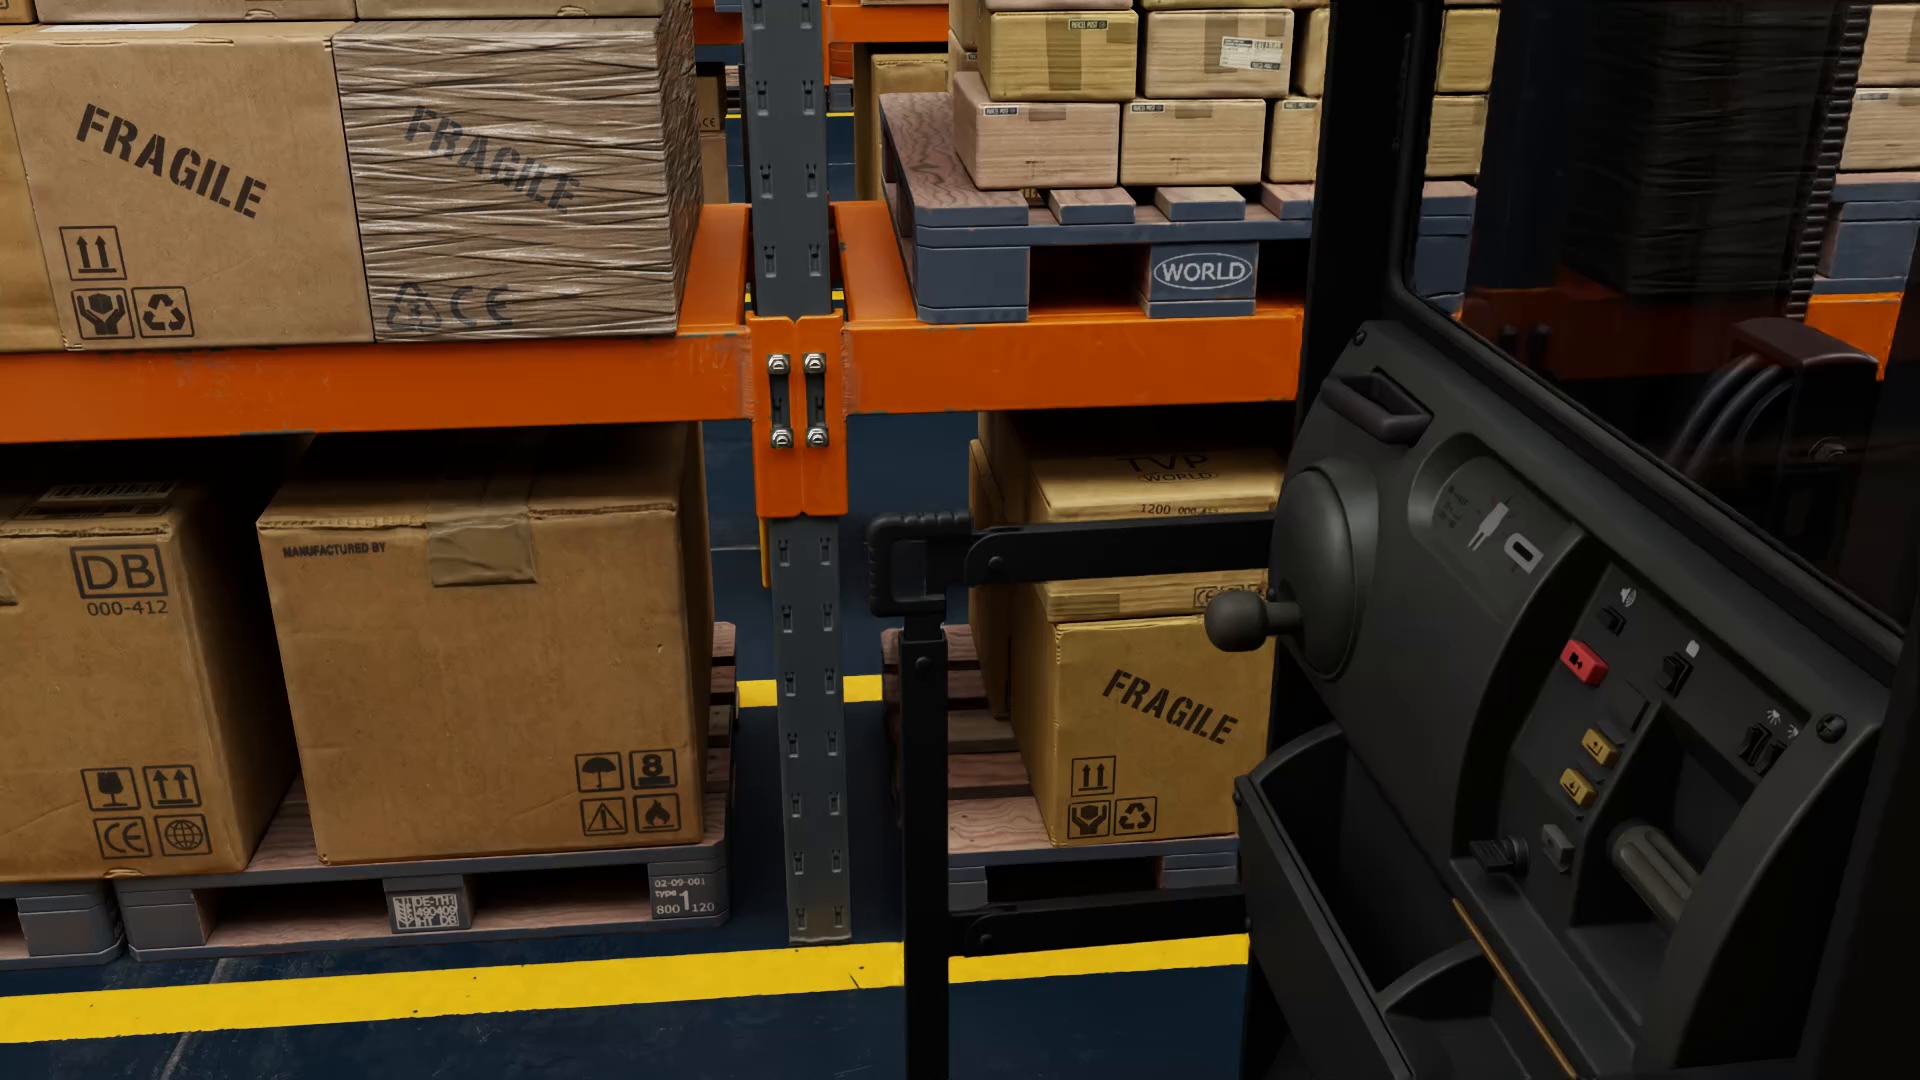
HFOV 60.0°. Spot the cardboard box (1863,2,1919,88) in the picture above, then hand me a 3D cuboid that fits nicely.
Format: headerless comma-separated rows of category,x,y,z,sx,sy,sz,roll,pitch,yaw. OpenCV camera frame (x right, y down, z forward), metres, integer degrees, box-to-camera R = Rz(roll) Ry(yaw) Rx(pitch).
cardboard box,1.717,-0.962,3.147,0.250,0.149,0.380,-1,24,-3

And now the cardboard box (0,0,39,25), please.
cardboard box,-1.794,-1.193,2.887,0.500,0.500,0.700,-3,24,-6

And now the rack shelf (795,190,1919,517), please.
rack shelf,1.657,-0.497,3.562,4.000,0.370,1.077,-2,24,-5

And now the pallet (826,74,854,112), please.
pallet,-0.426,-3.531,12.935,1.213,0.211,1.003,-2,24,-5

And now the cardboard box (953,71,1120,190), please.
cardboard box,0.132,-0.760,3.058,0.250,0.149,0.380,-3,24,-6

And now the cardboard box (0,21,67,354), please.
cardboard box,-1.749,-0.626,2.843,0.500,0.500,0.500,-3,24,-6

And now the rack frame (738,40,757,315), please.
rack frame,-0.591,-0.662,4.892,0.032,1.500,0.500,-2,24,-5

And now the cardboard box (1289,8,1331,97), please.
cardboard box,0.703,-0.921,3.055,0.250,0.149,0.380,-3,24,-7

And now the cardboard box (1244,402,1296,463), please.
cardboard box,0.882,-0.089,3.393,0.500,0.250,0.500,-3,24,-6

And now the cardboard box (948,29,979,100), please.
cardboard box,0.113,-1.029,3.664,0.250,0.149,0.380,-2,24,-4

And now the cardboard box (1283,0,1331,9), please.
cardboard box,0.658,-1.055,2.991,0.250,0.149,0.380,-2,24,-5

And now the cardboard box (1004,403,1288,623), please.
cardboard box,0.377,-0.068,3.348,0.500,0.250,0.500,-3,24,-8

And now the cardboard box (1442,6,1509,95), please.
cardboard box,0.954,-0.931,3.078,0.250,0.149,0.380,-2,24,-5

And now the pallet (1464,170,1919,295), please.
pallet,1.633,-0.754,3.490,1.213,0.211,1.003,-2,24,-5

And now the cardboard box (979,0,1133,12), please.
cardboard box,0.150,-1.036,2.947,0.250,0.149,0.380,-2,24,-5

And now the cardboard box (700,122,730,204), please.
cardboard box,-1.385,-1.779,8.096,0.500,0.500,0.700,-4,24,-8

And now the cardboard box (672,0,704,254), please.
cardboard box,-0.806,-0.883,3.421,0.500,0.500,0.500,-2,24,-5

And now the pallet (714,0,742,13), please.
pallet,-1.419,-2.596,7.634,1.003,0.211,1.213,-2,24,-5

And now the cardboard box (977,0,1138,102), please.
cardboard box,0.168,-0.897,3.002,0.250,0.149,0.380,-1,24,-3

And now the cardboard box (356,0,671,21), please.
cardboard box,-0.781,-1.235,2.981,0.500,0.500,0.700,-2,24,-5

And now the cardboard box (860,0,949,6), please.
cardboard box,-0.210,-2.710,7.531,0.500,0.500,0.500,-2,24,-4

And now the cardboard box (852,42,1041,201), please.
cardboard box,-0.031,-1.995,8.145,0.875,0.875,1.225,-3,24,-8

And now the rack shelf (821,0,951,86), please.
rack shelf,1.270,-2.506,8.081,4.000,0.370,1.077,-2,24,-5

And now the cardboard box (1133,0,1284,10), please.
cardboard box,0.413,-1.047,2.973,0.250,0.149,0.380,-3,24,-7

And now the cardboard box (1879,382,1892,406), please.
cardboard box,1.894,-0.124,3.474,0.500,0.250,0.500,-3,24,-7

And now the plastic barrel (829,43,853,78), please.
plastic barrel,-0.722,-3.984,12.675,0.708,0.830,0.600,-2,24,-5

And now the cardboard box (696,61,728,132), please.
cardboard box,-1.384,-2.118,7.934,0.500,0.250,0.500,-1,24,-3

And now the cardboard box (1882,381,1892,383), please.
cardboard box,1.849,-0.335,3.947,0.500,0.250,0.500,-1,24,-3

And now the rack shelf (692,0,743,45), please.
rack shelf,-2.710,-2.347,7.722,4.000,0.370,1.077,-2,24,-5

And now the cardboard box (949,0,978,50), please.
cardboard box,0.114,-1.163,3.600,0.250,0.149,0.380,-2,24,-4

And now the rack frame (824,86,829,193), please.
rack frame,-0.720,-2.755,7.756,0.127,3.000,1.000,-2,24,-5

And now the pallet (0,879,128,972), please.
pallet,-2.336,0.576,3.693,1.213,0.211,1.003,-2,24,-5

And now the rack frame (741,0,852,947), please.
rack frame,-0.333,-0.746,3.236,0.127,3.000,1.000,-2,24,-5

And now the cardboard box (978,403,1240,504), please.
cardboard box,0.322,-0.272,3.806,0.500,0.250,0.500,-3,24,-6

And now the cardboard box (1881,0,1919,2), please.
cardboard box,1.702,-1.097,3.085,0.250,0.149,0.380,-3,24,-6

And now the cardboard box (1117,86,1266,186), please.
cardboard box,0.399,-0.770,3.082,0.250,0.149,0.380,-1,24,-3

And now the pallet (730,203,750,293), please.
pallet,-1.498,-1.450,8.253,1.213,0.211,1.003,-2,24,-5

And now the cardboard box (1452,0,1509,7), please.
cardboard box,0.921,-1.066,3.014,0.250,0.149,0.380,-3,24,-7

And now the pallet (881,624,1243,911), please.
pallet,0.445,0.497,3.871,1.213,0.211,1.003,-2,24,-5

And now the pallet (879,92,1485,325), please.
pallet,0.366,-0.730,3.436,1.003,0.211,1.213,-2,24,-5

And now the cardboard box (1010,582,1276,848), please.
cardboard box,0.396,0.279,3.490,0.500,0.500,0.500,-3,24,-7

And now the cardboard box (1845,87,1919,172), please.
cardboard box,1.710,-0.823,3.201,0.250,0.149,0.380,-3,24,-7

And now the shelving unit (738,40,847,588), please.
shelving unit,-0.076,-0.682,4.939,1.083,1.500,0.587,-2,24,-5

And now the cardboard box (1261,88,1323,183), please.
cardboard box,0.668,-0.781,3.107,0.250,0.149,0.380,-1,24,-2

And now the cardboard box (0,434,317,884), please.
cardboard box,-1.818,0.114,3.553,0.750,0.750,1.050,-2,24,-4

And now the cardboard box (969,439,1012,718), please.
cardboard box,0.296,0.072,3.955,0.500,0.500,0.500,-2,24,-5

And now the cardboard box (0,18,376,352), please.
cardboard box,-1.251,-0.646,2.888,0.500,0.500,0.500,-2,24,-5

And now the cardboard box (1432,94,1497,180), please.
cardboard box,0.936,-0.793,3.133,0.250,0.149,0.380,-1,24,-3

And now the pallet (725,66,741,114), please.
pallet,-1.982,-3.468,12.792,1.213,0.211,1.003,-2,24,-5

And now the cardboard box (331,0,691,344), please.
cardboard box,-0.755,-0.665,2.931,0.500,0.500,0.500,-2,24,-5

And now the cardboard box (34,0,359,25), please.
cardboard box,-1.284,-1.214,2.935,0.500,0.500,0.700,-3,24,-6

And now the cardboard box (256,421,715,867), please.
cardboard box,-0.948,0.078,3.635,0.750,0.750,1.050,-3,24,-6

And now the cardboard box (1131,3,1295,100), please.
cardboard box,0.438,-0.909,3.028,0.250,0.149,0.380,-1,24,-3

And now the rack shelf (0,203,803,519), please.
rack shelf,-2.323,-0.338,3.202,4.000,0.370,1.077,-2,24,-5

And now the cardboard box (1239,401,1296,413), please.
cardboard box,0.823,-0.296,3.861,0.500,0.250,0.500,-2,24,-4

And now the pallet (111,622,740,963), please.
pallet,-1.125,0.529,3.800,1.213,0.211,1.003,-2,24,-5

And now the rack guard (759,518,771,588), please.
rack guard,-0.571,-0.091,5.148,0.087,0.250,0.587,-2,24,-5
